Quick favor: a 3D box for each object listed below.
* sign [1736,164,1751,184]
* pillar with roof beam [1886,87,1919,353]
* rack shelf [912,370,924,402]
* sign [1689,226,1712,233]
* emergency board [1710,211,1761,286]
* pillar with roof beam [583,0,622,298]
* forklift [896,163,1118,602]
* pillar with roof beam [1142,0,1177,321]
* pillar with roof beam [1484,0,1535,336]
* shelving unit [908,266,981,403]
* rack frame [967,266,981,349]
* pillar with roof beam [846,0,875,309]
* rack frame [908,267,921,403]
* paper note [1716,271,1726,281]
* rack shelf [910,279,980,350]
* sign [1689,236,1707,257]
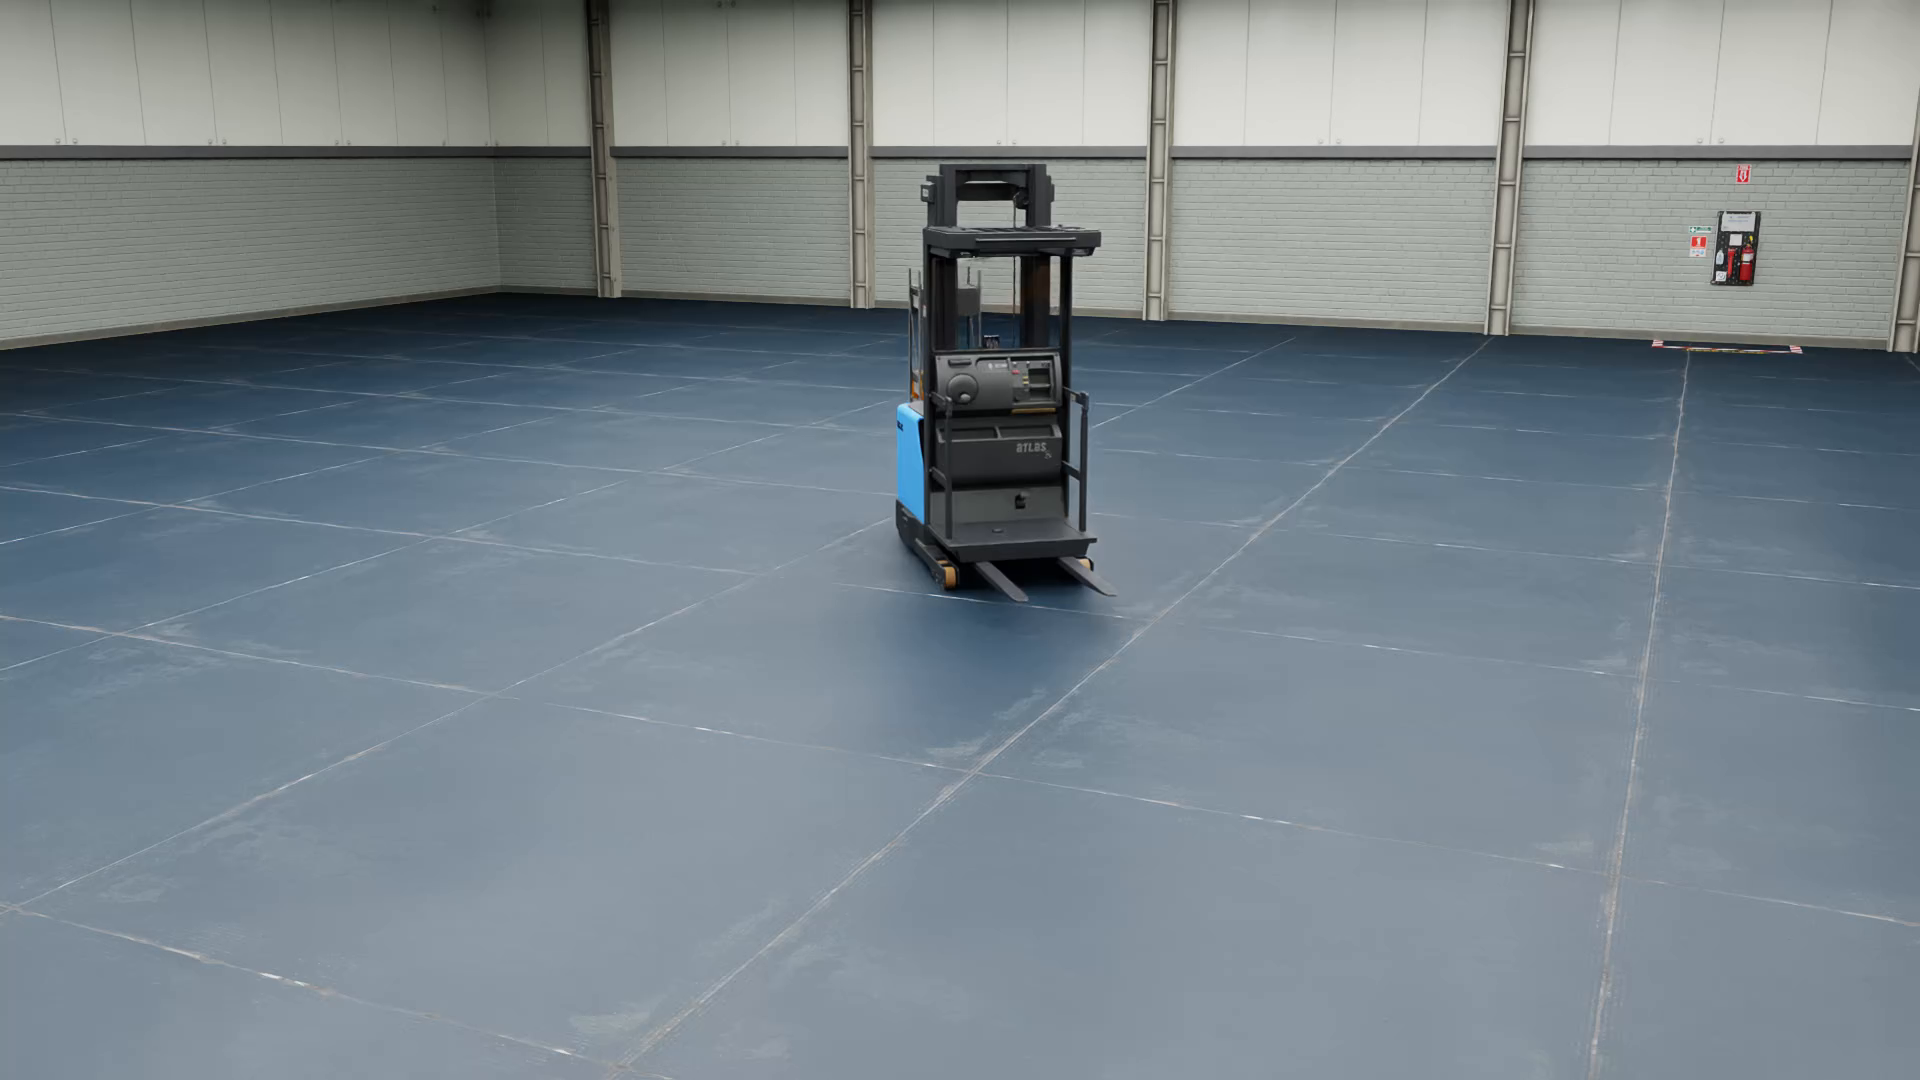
[{"bbox_3d":[12.335,-5.764,26.180,0.199,0.298,0.001,6,14,23],"label":"sign"},{"bbox_3d":[12.802,-6.399,20.828,0.400,9.000,9.100,6,14,23],"label":"pillar with roof beam"},{"bbox_3d":[-0.126,-1.142,13.587,0.480,0.518,0.431,-3,14,-13],"label":"rack shelf"},{"bbox_3d":[11.839,-4.960,26.589,0.331,0.109,0.001,6,14,23],"label":"sign"},{"bbox_3d":[12.302,-4.614,26.353,0.643,1.169,0.194,6,14,23],"label":"emergency board"},{"bbox_3d":[-9.141,-8.620,30.292,0.400,9.000,9.100,6,14,23],"label":"pillar with roof beam"},{"bbox_3d":[0.335,-1.172,11.834,1.130,2.935,3.031,-3,14,-13],"label":"forklift"},{"bbox_3d":[1.831,-7.510,25.560,0.400,9.000,9.100,6,14,23],"label":"pillar with roof beam"},{"bbox_3d":[7.316,-6.954,23.194,0.400,9.000,9.100,6,14,23],"label":"pillar with roof beam"},{"bbox_3d":[-0.126,-1.156,13.584,0.503,2.100,0.431,-3,14,-13],"label":"shelving unit"},{"bbox_3d":[0.110,-1.169,13.641,0.015,2.100,0.400,-3,14,-13],"label":"rack frame"},{"bbox_3d":[-3.655,-8.065,27.926,0.400,9.000,9.100,6,14,23],"label":"pillar with roof beam"},{"bbox_3d":[-0.363,-1.142,13.527,0.015,2.100,0.400,-3,14,-13],"label":"rack frame"},{"bbox_3d":[12.168,-4.216,26.585,0.142,0.148,0.016,6,14,23],"label":"paper note"},{"bbox_3d":[-0.126,-1.824,13.427,0.480,0.518,0.431,-3,14,-13],"label":"rack shelf"},{"bbox_3d":[11.838,-4.704,26.659,0.234,0.329,0.001,6,14,23],"label":"sign"}]
